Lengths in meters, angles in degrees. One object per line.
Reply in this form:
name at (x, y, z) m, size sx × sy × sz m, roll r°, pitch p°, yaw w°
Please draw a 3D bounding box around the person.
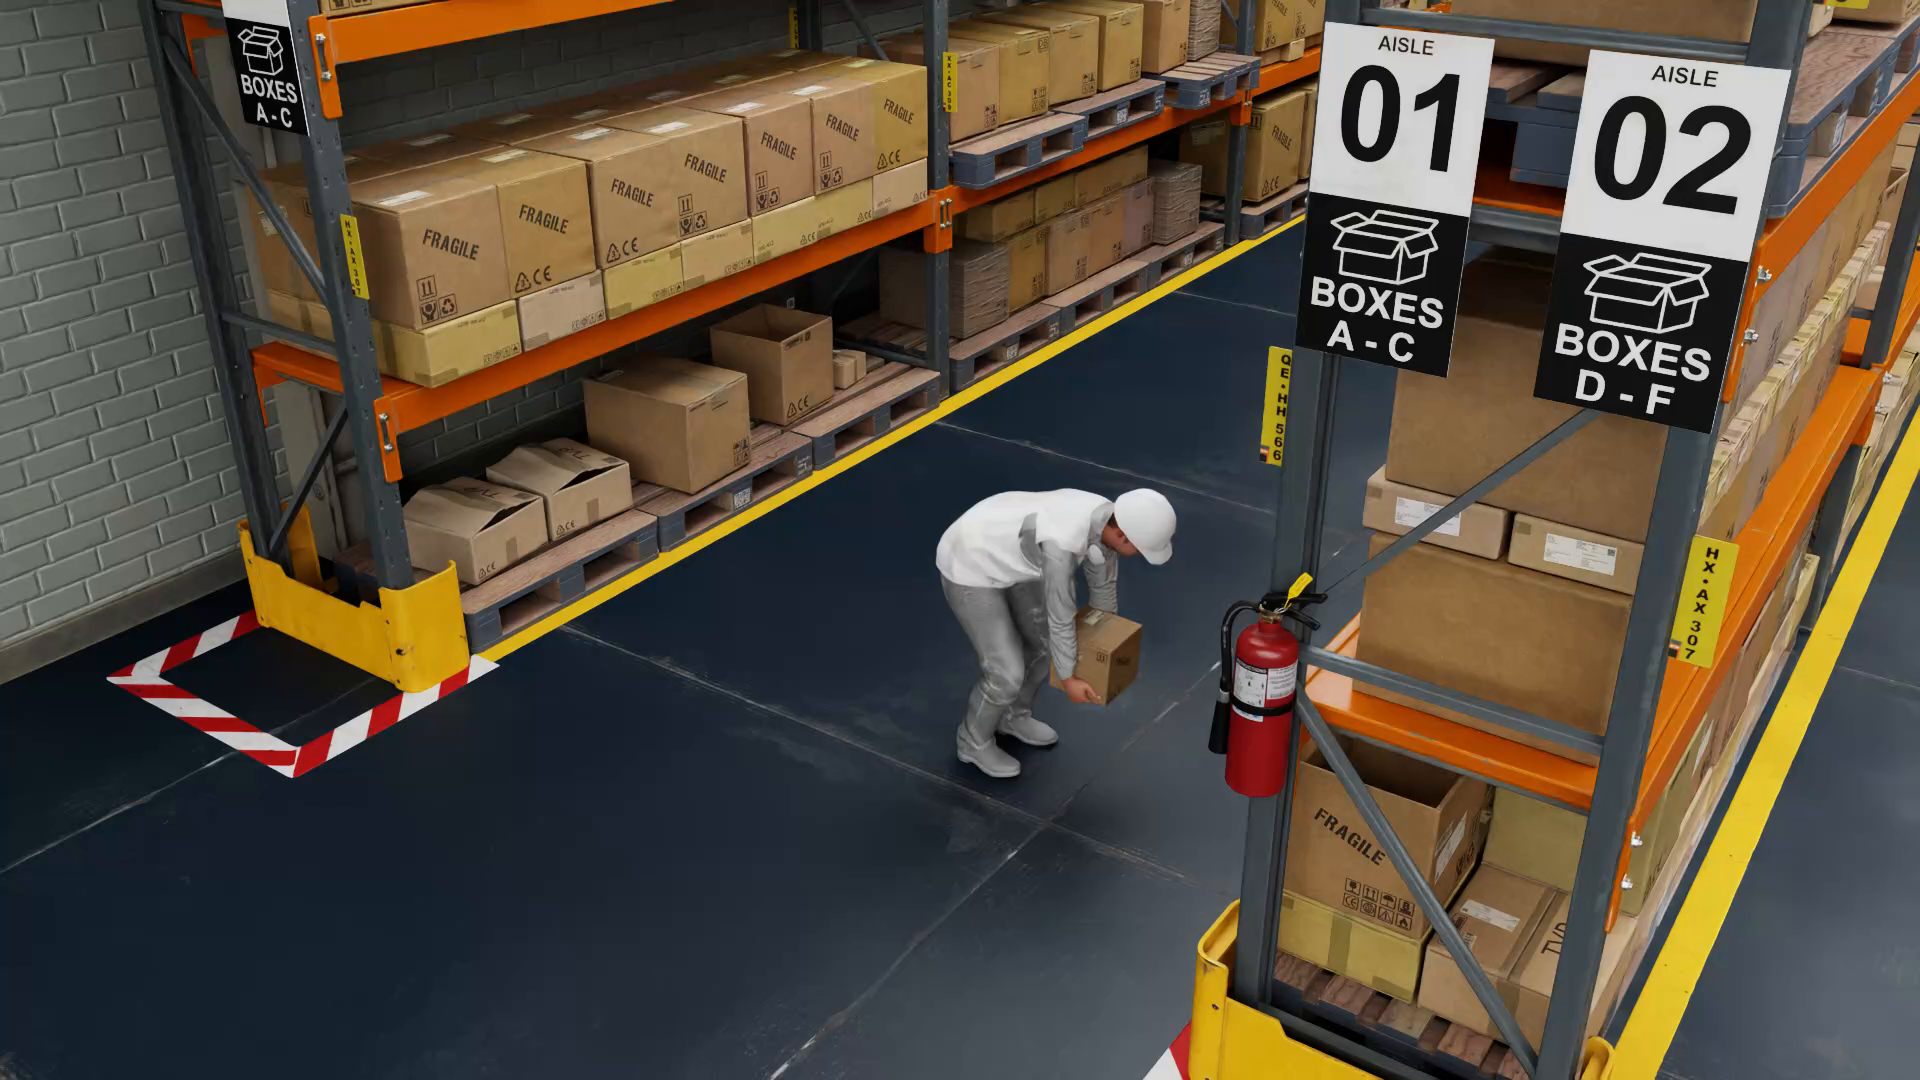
person at (0.367, 0.324, 6.454) m, size 0.949 × 1.316 × 0.475 m, roll 16°, pitch 31°, yaw 29°
